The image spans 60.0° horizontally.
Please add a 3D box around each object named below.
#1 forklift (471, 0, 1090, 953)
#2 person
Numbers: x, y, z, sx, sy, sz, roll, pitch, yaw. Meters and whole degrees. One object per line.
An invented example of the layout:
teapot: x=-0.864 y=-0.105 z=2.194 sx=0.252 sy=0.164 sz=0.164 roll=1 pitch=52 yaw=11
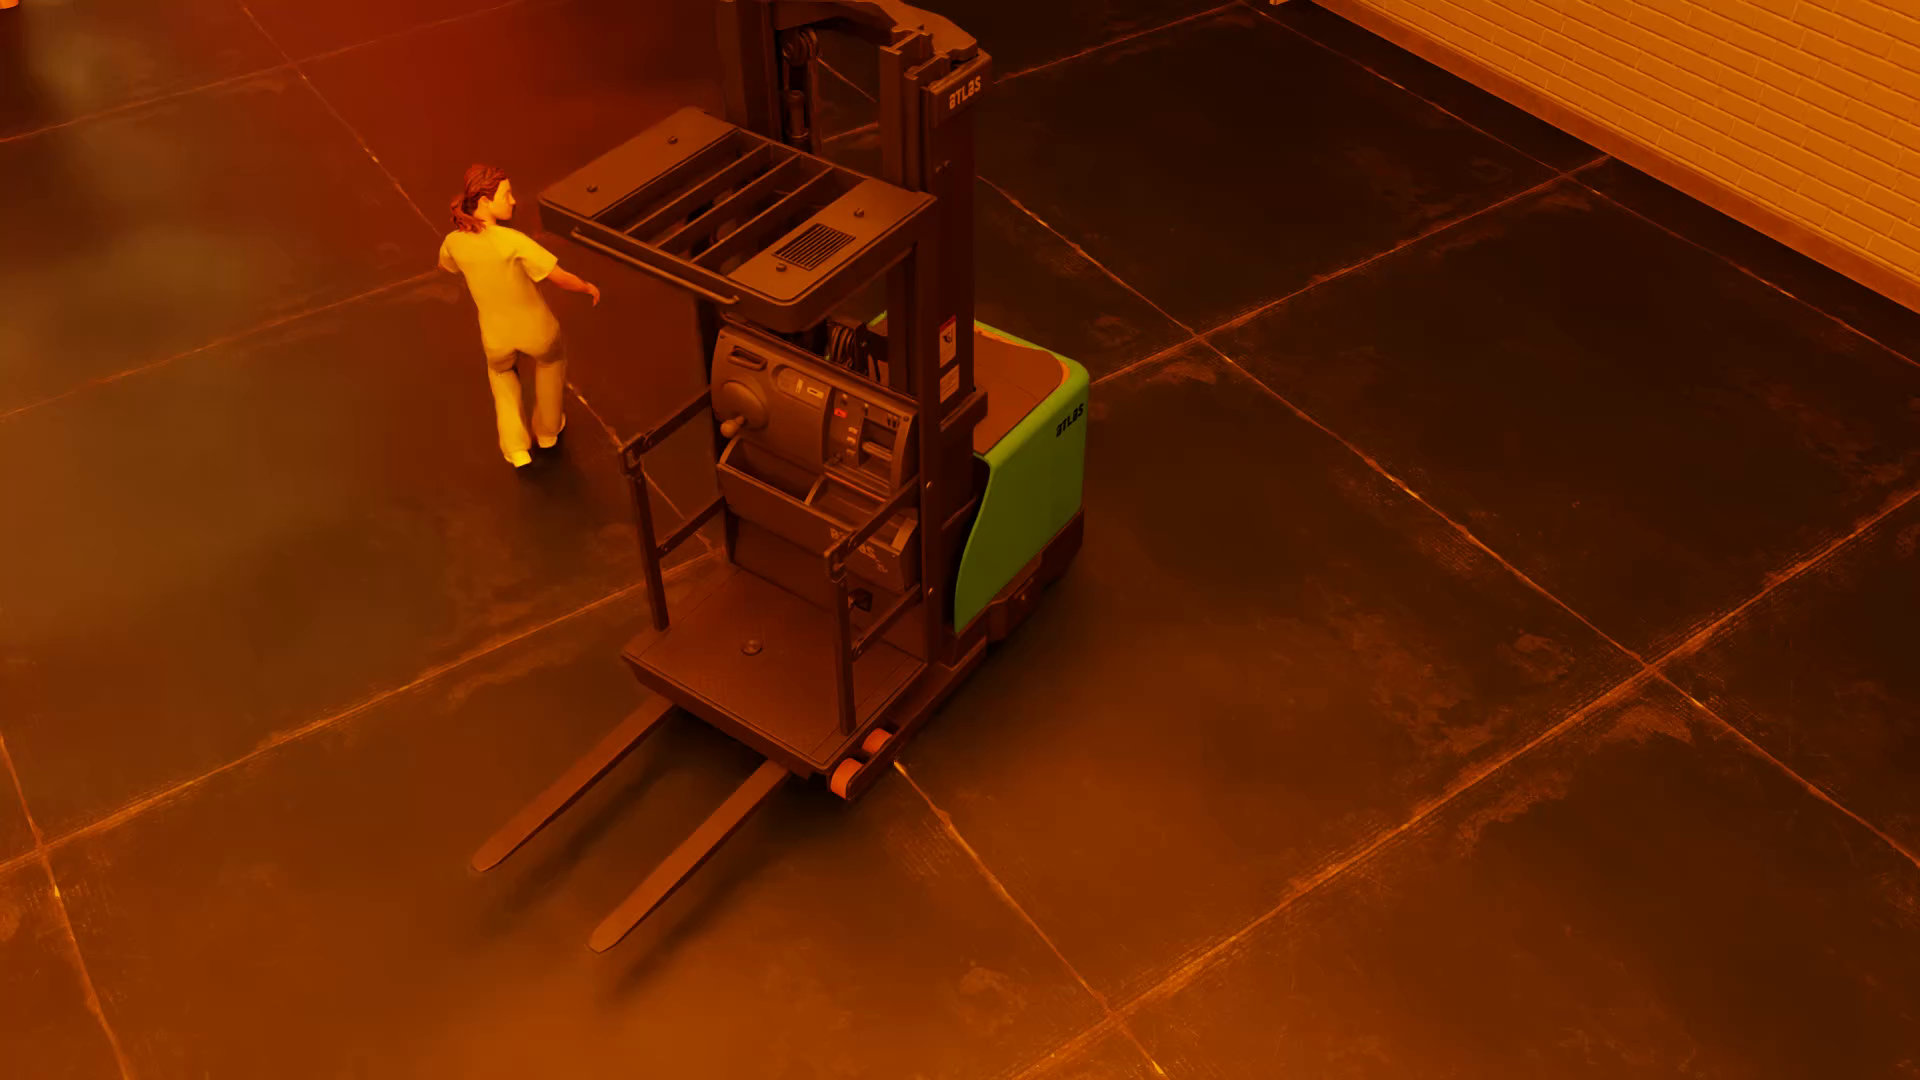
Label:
forklift: x=-0.690 y=-0.403 z=6.153 sx=1.130 sy=2.935 sz=3.031 roll=26 pitch=48 yaw=25
person: x=-2.073 y=-1.091 z=7.905 sx=0.718 sy=1.570 sz=0.698 roll=1 pitch=43 yaw=1
